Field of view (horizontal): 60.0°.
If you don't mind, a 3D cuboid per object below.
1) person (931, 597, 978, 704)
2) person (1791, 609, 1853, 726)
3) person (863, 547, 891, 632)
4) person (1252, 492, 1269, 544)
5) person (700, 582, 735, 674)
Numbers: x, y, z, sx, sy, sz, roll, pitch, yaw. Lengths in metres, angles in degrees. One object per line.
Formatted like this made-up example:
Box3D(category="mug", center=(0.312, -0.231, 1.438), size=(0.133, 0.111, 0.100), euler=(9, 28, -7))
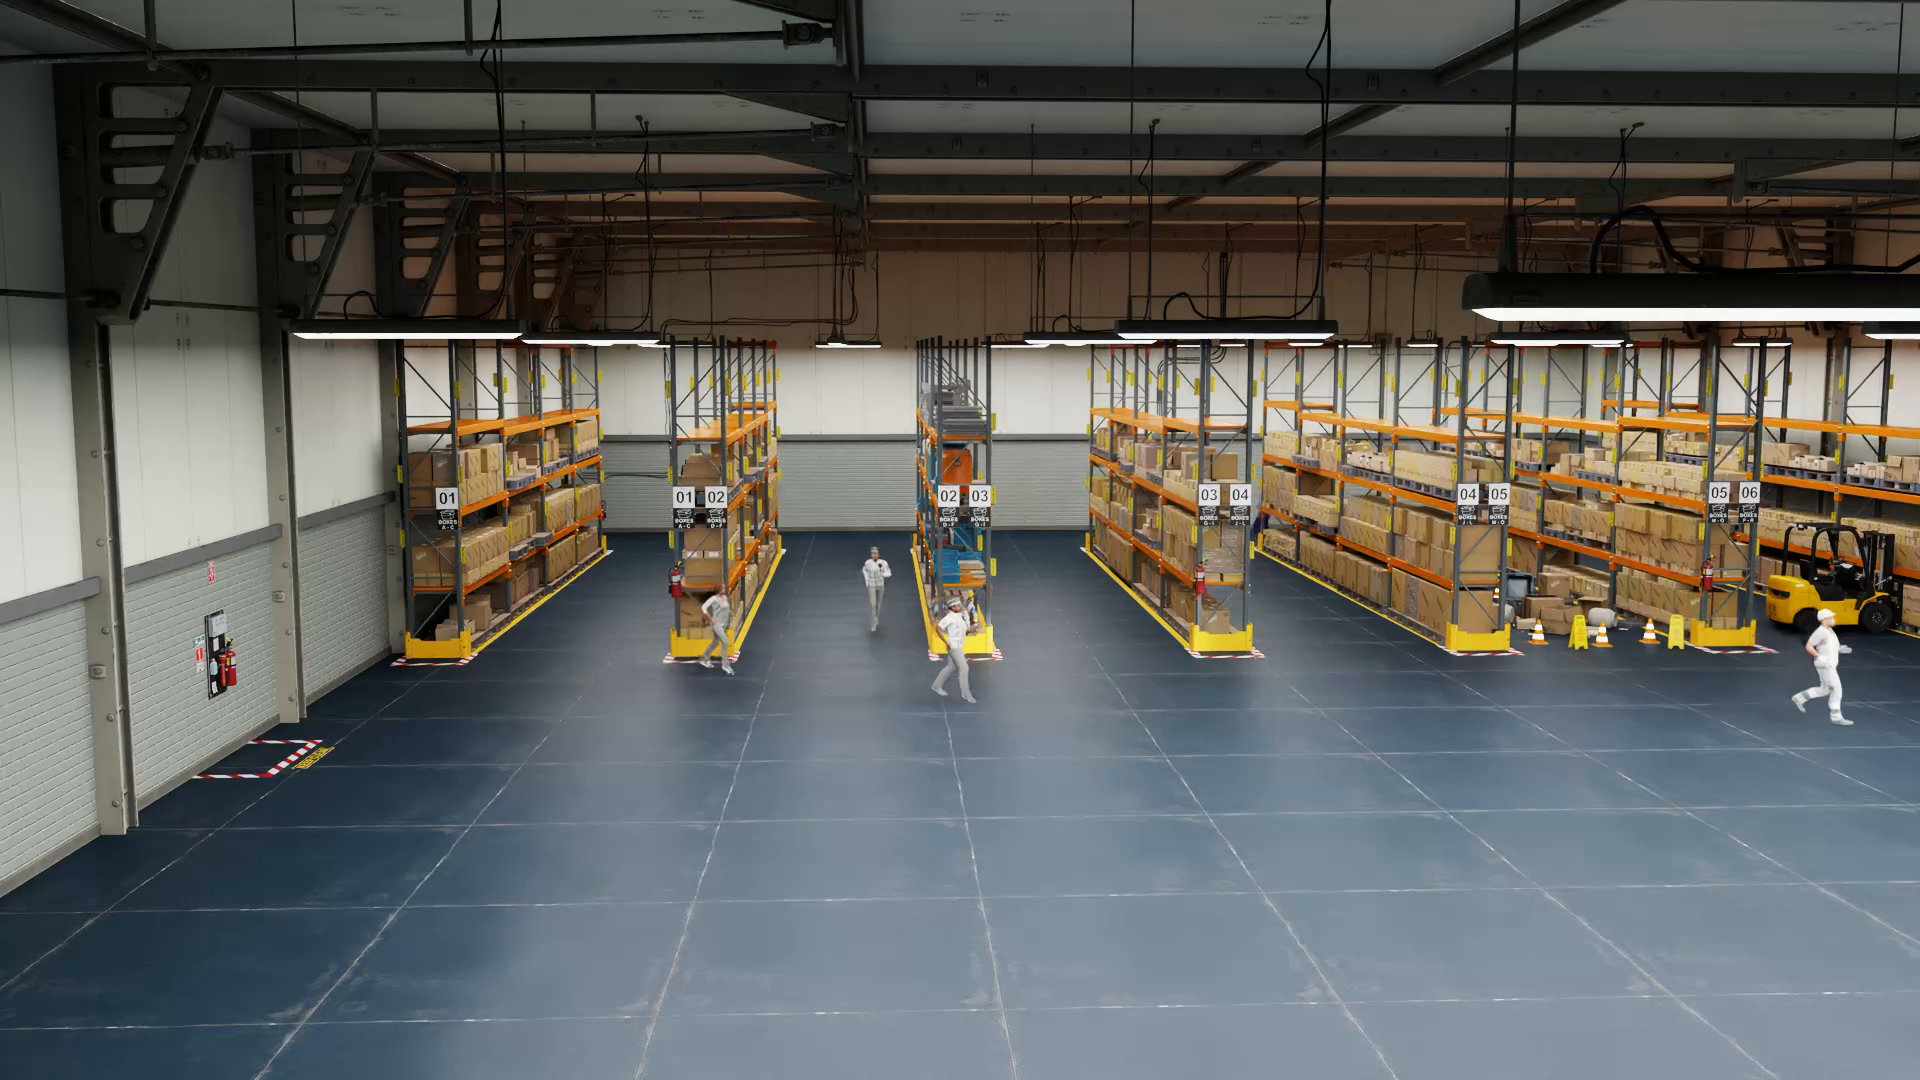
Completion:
Box3D(category="person", center=(-0.091, 1.785, 27.231), size=(0.817, 1.739, 0.556), euler=(2, 7, 15))
Box3D(category="person", center=(13.306, 1.941, 25.609), size=(0.914, 1.765, 0.670), euler=(5, 8, 40))
Box3D(category="person", center=(-1.710, 0.995, 34.345), size=(0.584, 1.754, 0.776), euler=(-1, 7, -4))
Box3D(category="person", center=(8.936, -0.635, 48.979), size=(0.730, 1.679, 0.604), euler=(1, 7, 6))
Box3D(category="person", center=(-4.327, 1.564, 29.639), size=(0.720, 1.620, 0.534), euler=(2, 7, 18))
